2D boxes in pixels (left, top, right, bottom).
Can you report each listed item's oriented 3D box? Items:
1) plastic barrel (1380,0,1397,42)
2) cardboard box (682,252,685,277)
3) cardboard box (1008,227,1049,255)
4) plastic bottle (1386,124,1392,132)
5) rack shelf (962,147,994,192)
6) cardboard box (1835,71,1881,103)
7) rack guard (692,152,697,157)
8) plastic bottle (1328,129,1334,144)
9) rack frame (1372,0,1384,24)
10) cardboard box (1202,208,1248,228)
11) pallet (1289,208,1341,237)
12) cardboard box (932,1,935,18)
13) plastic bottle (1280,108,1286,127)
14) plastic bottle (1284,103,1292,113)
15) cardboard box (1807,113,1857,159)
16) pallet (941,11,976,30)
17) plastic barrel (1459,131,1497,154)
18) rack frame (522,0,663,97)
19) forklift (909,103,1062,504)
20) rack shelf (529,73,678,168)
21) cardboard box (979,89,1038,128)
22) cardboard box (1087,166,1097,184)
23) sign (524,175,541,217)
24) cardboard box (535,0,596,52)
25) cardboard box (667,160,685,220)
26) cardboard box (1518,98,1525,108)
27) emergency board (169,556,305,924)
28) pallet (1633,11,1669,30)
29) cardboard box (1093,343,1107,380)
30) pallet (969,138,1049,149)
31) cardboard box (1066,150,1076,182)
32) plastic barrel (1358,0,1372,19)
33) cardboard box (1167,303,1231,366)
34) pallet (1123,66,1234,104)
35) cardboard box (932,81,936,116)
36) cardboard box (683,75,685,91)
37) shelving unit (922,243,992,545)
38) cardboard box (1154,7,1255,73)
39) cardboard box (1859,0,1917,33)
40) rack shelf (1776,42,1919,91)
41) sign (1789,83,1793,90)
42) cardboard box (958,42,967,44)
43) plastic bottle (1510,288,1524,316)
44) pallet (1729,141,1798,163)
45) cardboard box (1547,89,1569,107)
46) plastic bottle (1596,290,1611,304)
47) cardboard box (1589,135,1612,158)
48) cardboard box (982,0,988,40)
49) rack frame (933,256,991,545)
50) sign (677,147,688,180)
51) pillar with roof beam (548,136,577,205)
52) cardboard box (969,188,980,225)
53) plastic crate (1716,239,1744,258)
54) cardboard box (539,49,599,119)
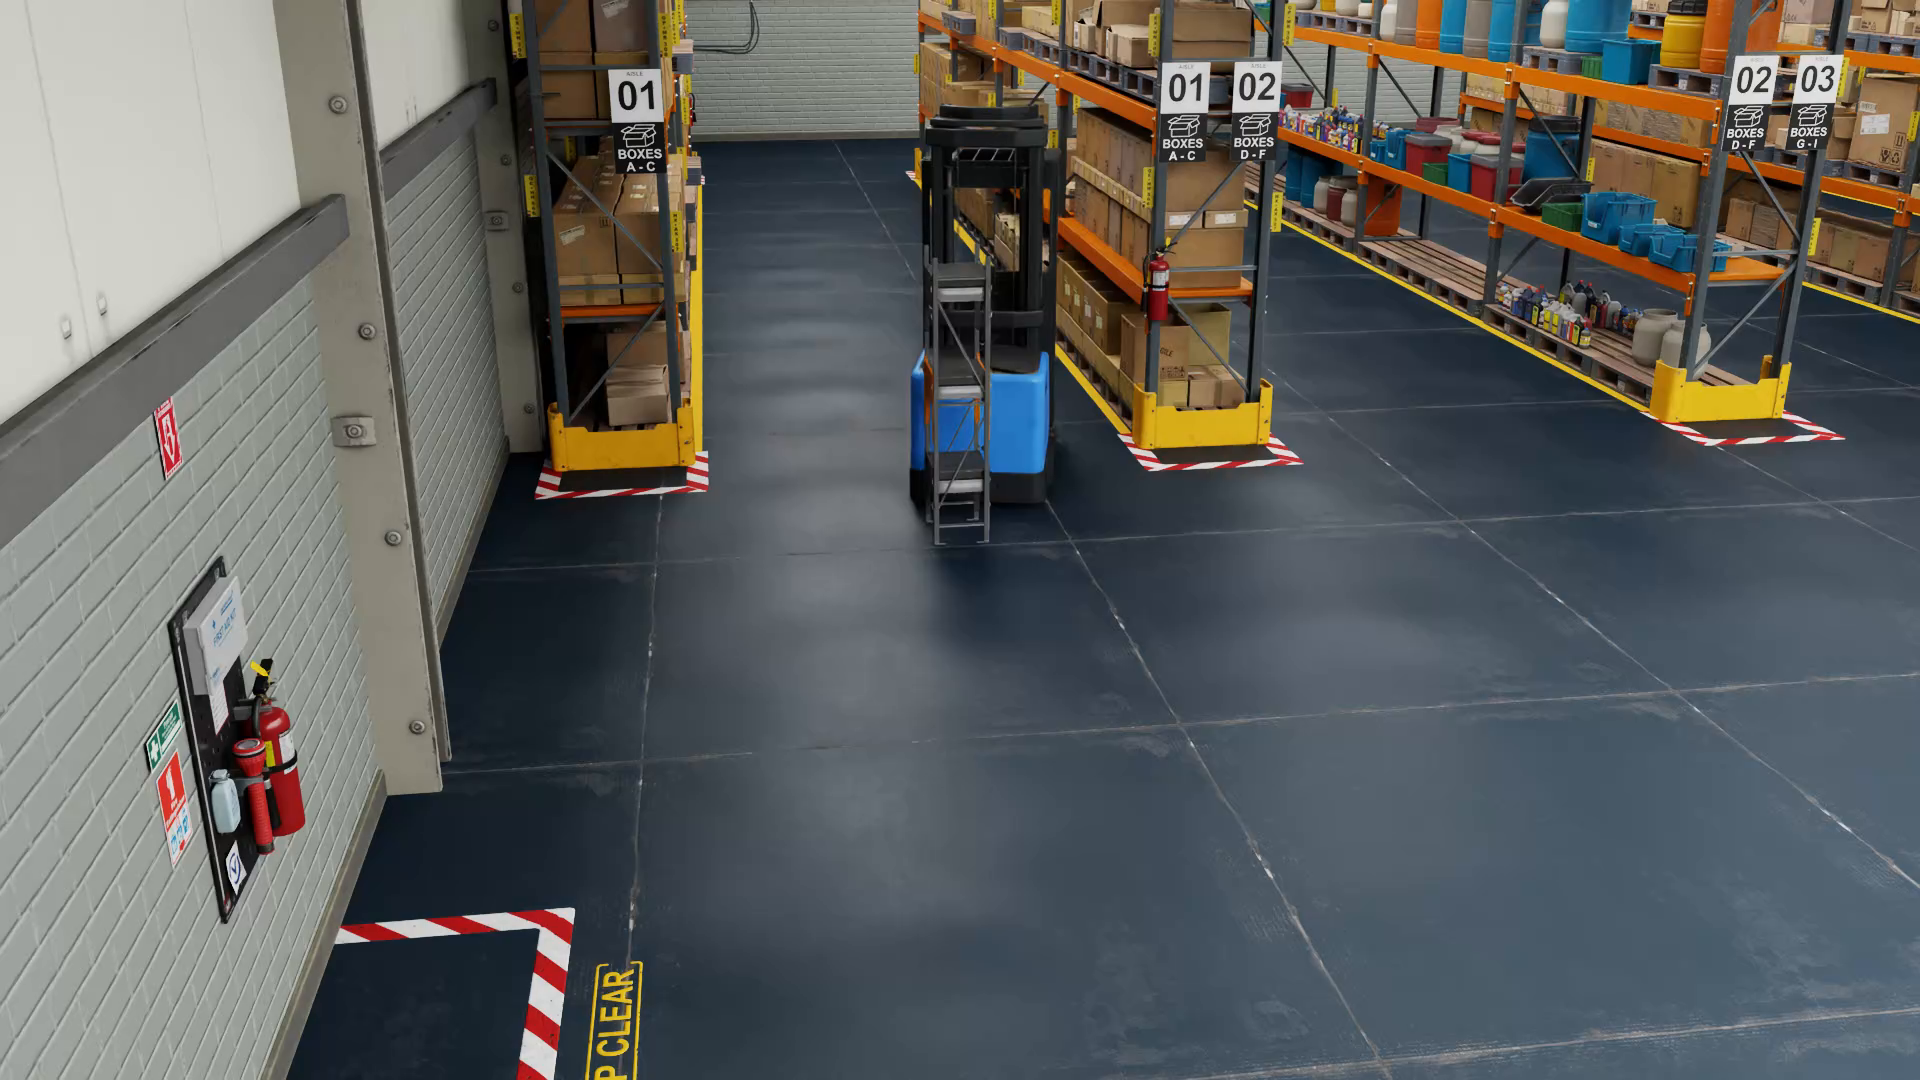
[{"bbox_3d":[5.589,-6.634,21.244,0.421,0.512,0.421,0,20,0],"label":"plastic barrel"},{"bbox_3d":[-2.715,-2.509,14.834,0.500,0.250,0.500,-3,21,-9],"label":"cardboard box"},{"bbox_3d":[0.886,-3.668,20.277,0.500,0.311,0.500,-3,21,-9],"label":"cardboard box"},{"bbox_3d":[6.031,-5.699,23.356,0.061,0.283,0.133,-3,21,-8],"label":"plastic bottle"},{"bbox_3d":[0.657,-5.406,23.432,1.077,0.370,4.000,-3,21,-8],"label":"rack shelf"},{"bbox_3d":[14.746,-7.489,27.411,0.500,0.500,0.500,-3,21,-8],"label":"cardboard box"},{"bbox_3d":[-5.112,-6.407,28.655,1.175,0.500,0.348,-3,21,-8],"label":"rack guard"},{"bbox_3d":[5.237,-5.681,23.424,0.097,0.201,0.097,0,20,0],"label":"plastic bottle"},{"bbox_3d":[5.848,-8.110,21.068,1.000,3.000,0.127,-3,21,-8],"label":"rack frame"},{"bbox_3d":[2.255,-2.778,14.298,0.380,0.149,0.250,-3,21,-8],"label":"cardboard box"},{"bbox_3d":[5.520,-4.685,24.459,1.003,0.211,1.213,-3,21,-8],"label":"pallet"},{"bbox_3d":[-0.174,-8.445,26.468,0.500,0.250,0.500,-3,21,-8],"label":"cardboard box"},{"bbox_3d":[4.921,-6.435,25.324,0.061,0.283,0.133,-3,21,-8],"label":"plastic bottle"},{"bbox_3d":[5.007,-6.509,25.426,0.144,0.351,0.185,-3,21,-8],"label":"plastic bottle"},{"bbox_3d":[10.984,-5.005,20.581,0.797,0.503,0.637,-1,20,-2],"label":"cardboard box"},{"bbox_3d":[0.394,-7.523,24.054,1.213,0.211,1.003,-3,21,-8],"label":"pallet"},{"bbox_3d":[6.335,-4.724,20.383,0.433,0.535,0.433,0,20,0],"label":"plastic barrel"},{"bbox_3d":[-2.802,-4.840,12.314,1.000,3.000,0.127,-3,21,-8],"label":"rack frame"},{"bbox_3d":[0.262,-2.125,13.716,1.130,2.935,3.031,2,21,5],"label":"forklift"},{"bbox_3d":[-3.091,-3.790,14.818,1.077,0.370,4.000,-3,21,-8],"label":"rack shelf"},{"bbox_3d":[0.685,-6.071,23.439,0.700,0.500,0.500,-8,22,-21],"label":"cardboard box"},{"bbox_3d":[1.484,-3.647,16.623,0.380,0.149,0.250,-3,21,-8],"label":"cardboard box"},{"bbox_3d":[-3.355,-2.699,13.049,0.100,0.325,0.005,-3,21,-8],"label":"sign"},{"bbox_3d":[-3.123,-4.096,13.007,0.500,0.500,0.500,-2,21,-5],"label":"cardboard box"},{"bbox_3d":[-2.927,-3.384,16.104,0.500,0.500,0.500,-3,21,-8],"label":"cardboard box"},{"bbox_3d":[9.619,-7.350,27.968,0.380,0.149,0.250,-3,21,-9],"label":"cardboard box"},{"bbox_3d":[-2.576,0.707,6.037,0.194,1.169,0.643,-3,21,-8],"label":"emergency board"},{"bbox_3d":[10.440,-7.473,23.920,1.003,0.211,1.213,-2,21,-5],"label":"pallet"},{"bbox_3d":[1.571,-1.706,15.826,0.500,0.250,0.500,-3,21,-8],"label":"cardboard box"},{"bbox_3d":[0.779,-5.192,22.104,1.213,0.211,1.003,-3,21,-8],"label":"pallet"},{"bbox_3d":[1.352,-4.162,18.929,0.500,0.500,0.500,-1,21,-4],"label":"cardboard box"},{"bbox_3d":[5.548,-7.200,22.517,0.301,0.262,0.301,0,20,0],"label":"plastic barrel"},{"bbox_3d":[2.168,-1.911,15.303,0.500,0.500,0.500,-3,21,-8],"label":"cardboard box"},{"bbox_3d":[2.023,-3.891,14.185,1.003,0.211,1.213,-3,21,-8],"label":"pallet"},{"bbox_3d":[-0.185,-7.175,26.997,0.500,0.500,0.500,-3,21,-7],"label":"cardboard box"},{"bbox_3d":[-4.212,-6.582,23.885,0.500,0.250,0.500,-2,21,-6],"label":"cardboard box"},{"bbox_3d":[-0.024,-1.041,12.002,0.431,2.100,0.503,-3,21,-8],"label":"shelving unit"},{"bbox_3d":[2.020,-4.196,13.928,0.797,0.503,0.637,-1,21,-4],"label":"cardboard box"},{"bbox_3d":[11.219,-6.308,19.784,0.797,0.503,0.637,-2,21,-6],"label":"cardboard box"},{"bbox_3d":[11.037,-5.925,20.533,1.077,0.370,4.000,-3,21,-8],"label":"rack shelf"},{"bbox_3d":[11.285,-6.085,22.679,0.100,0.325,0.005,-3,21,-8],"label":"sign"},{"bbox_3d":[0.129,-8.196,28.300,0.500,0.500,0.500,-3,21,-8],"label":"cardboard box"},{"bbox_3d":[6.110,-2.601,18.158,0.152,0.276,0.135,-2,21,-6],"label":"plastic bottle"},{"bbox_3d":[10.957,-5.218,22.173,1.213,0.211,1.003,-3,21,-8],"label":"pallet"},{"bbox_3d":[9.849,-7.143,26.842,0.500,0.250,0.500,-3,21,-9],"label":"cardboard box"},{"bbox_3d":[6.877,-2.493,17.760,0.144,0.351,0.185,-3,21,-8],"label":"plastic bottle"},{"bbox_3d":[10.285,-5.915,26.202,1.225,0.875,0.875,-3,21,-8],"label":"cardboard box"},{"bbox_3d":[0.776,-6.829,21.782,0.910,0.500,0.500,-3,21,-8],"label":"cardboard box"},{"bbox_3d":[0.011,-0.956,11.776,0.400,2.100,0.015,-3,21,-8],"label":"rack frame"},{"bbox_3d":[-2.843,-3.850,17.000,0.100,0.325,0.005,-3,21,-8],"label":"sign"},{"bbox_3d":[-0.364,-7.333,18.989,9.100,9.000,0.400,-3,21,-8],"label":"pillar with roof beam"},{"bbox_3d":[0.423,-4.758,23.613,0.500,0.500,0.500,-4,21,-10],"label":"cardboard box"},{"bbox_3d":[7.190,-2.732,15.620,0.298,0.136,0.250,-3,21,-8],"label":"plastic crate"},{"bbox_3d":[-3.113,-3.623,13.170,0.500,0.500,0.500,-1,21,-4],"label":"cardboard box"}]
